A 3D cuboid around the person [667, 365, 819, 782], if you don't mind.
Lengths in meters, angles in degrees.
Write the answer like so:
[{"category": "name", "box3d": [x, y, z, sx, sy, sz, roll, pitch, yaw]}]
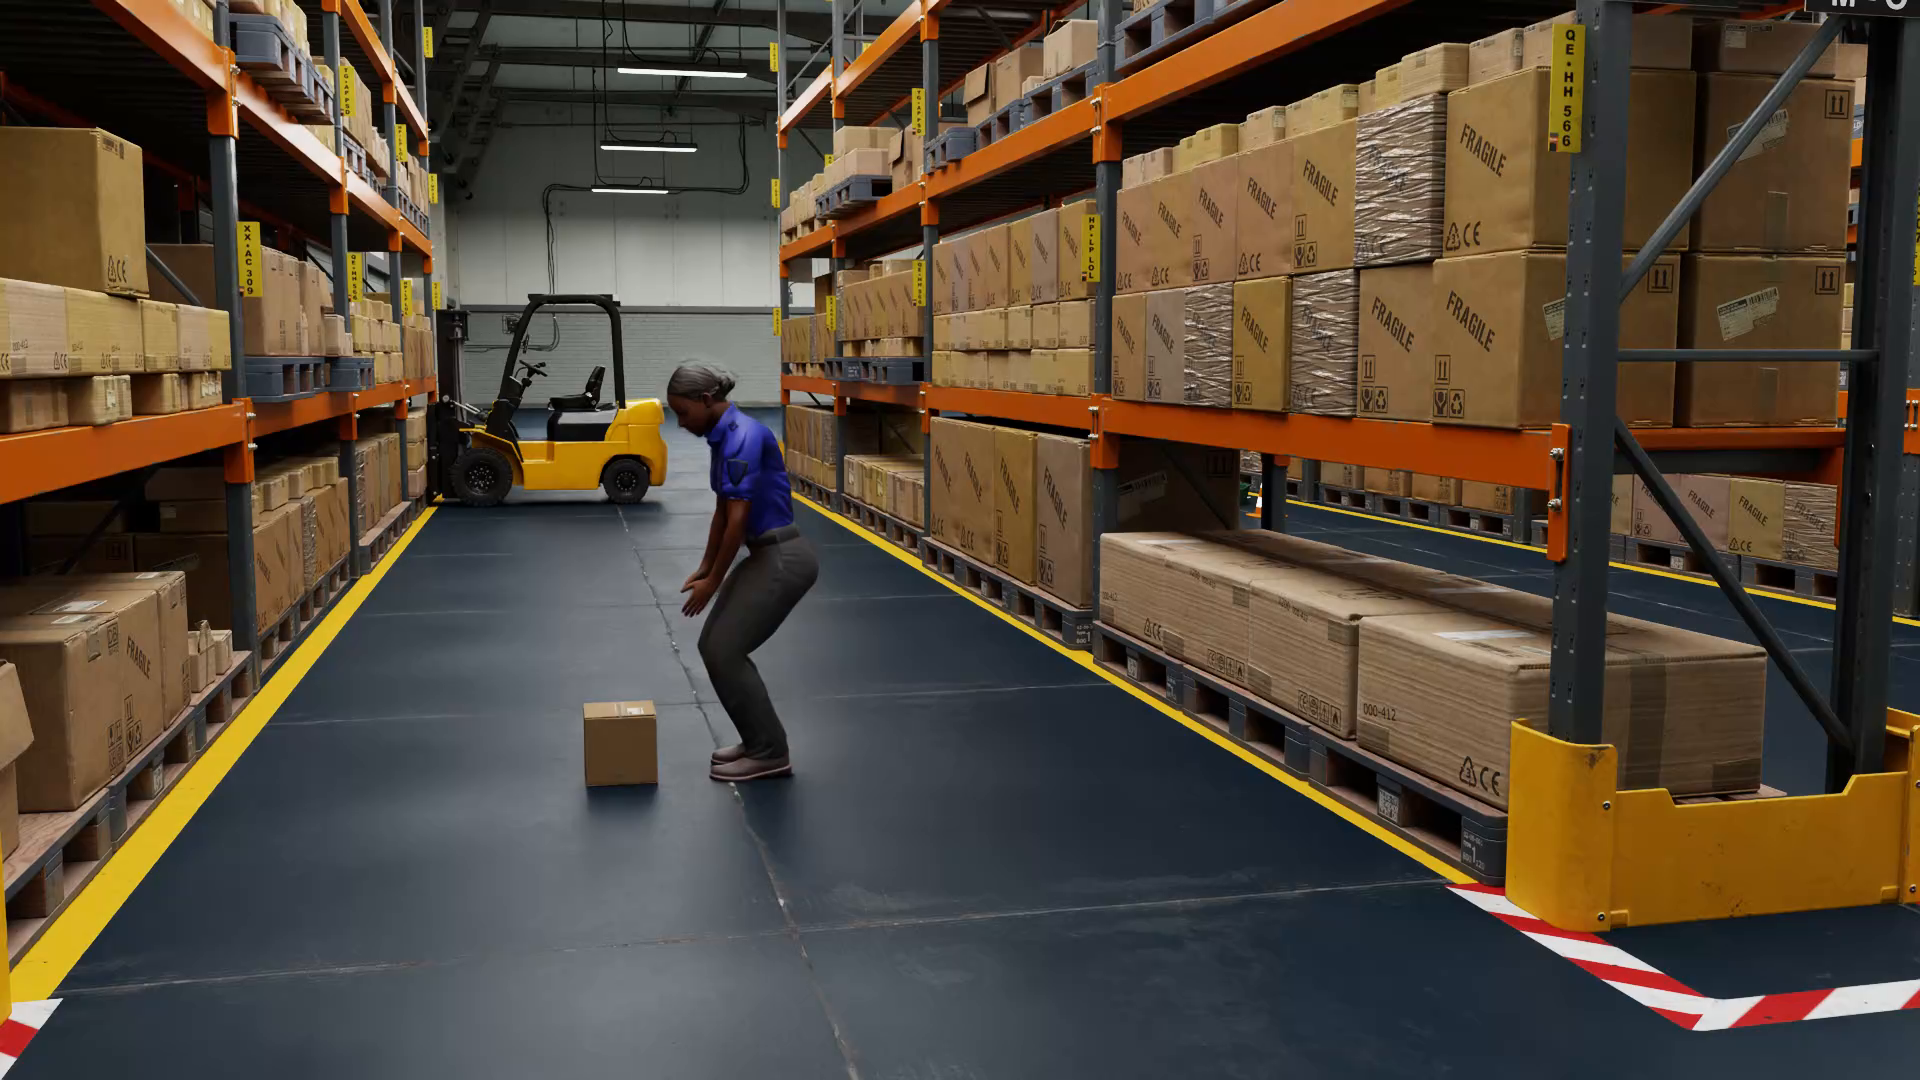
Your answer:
[{"category": "person", "box3d": [-0.775, 0.116, 5.999, 0.535, 1.487, 0.487, -1, 6, -13]}]
